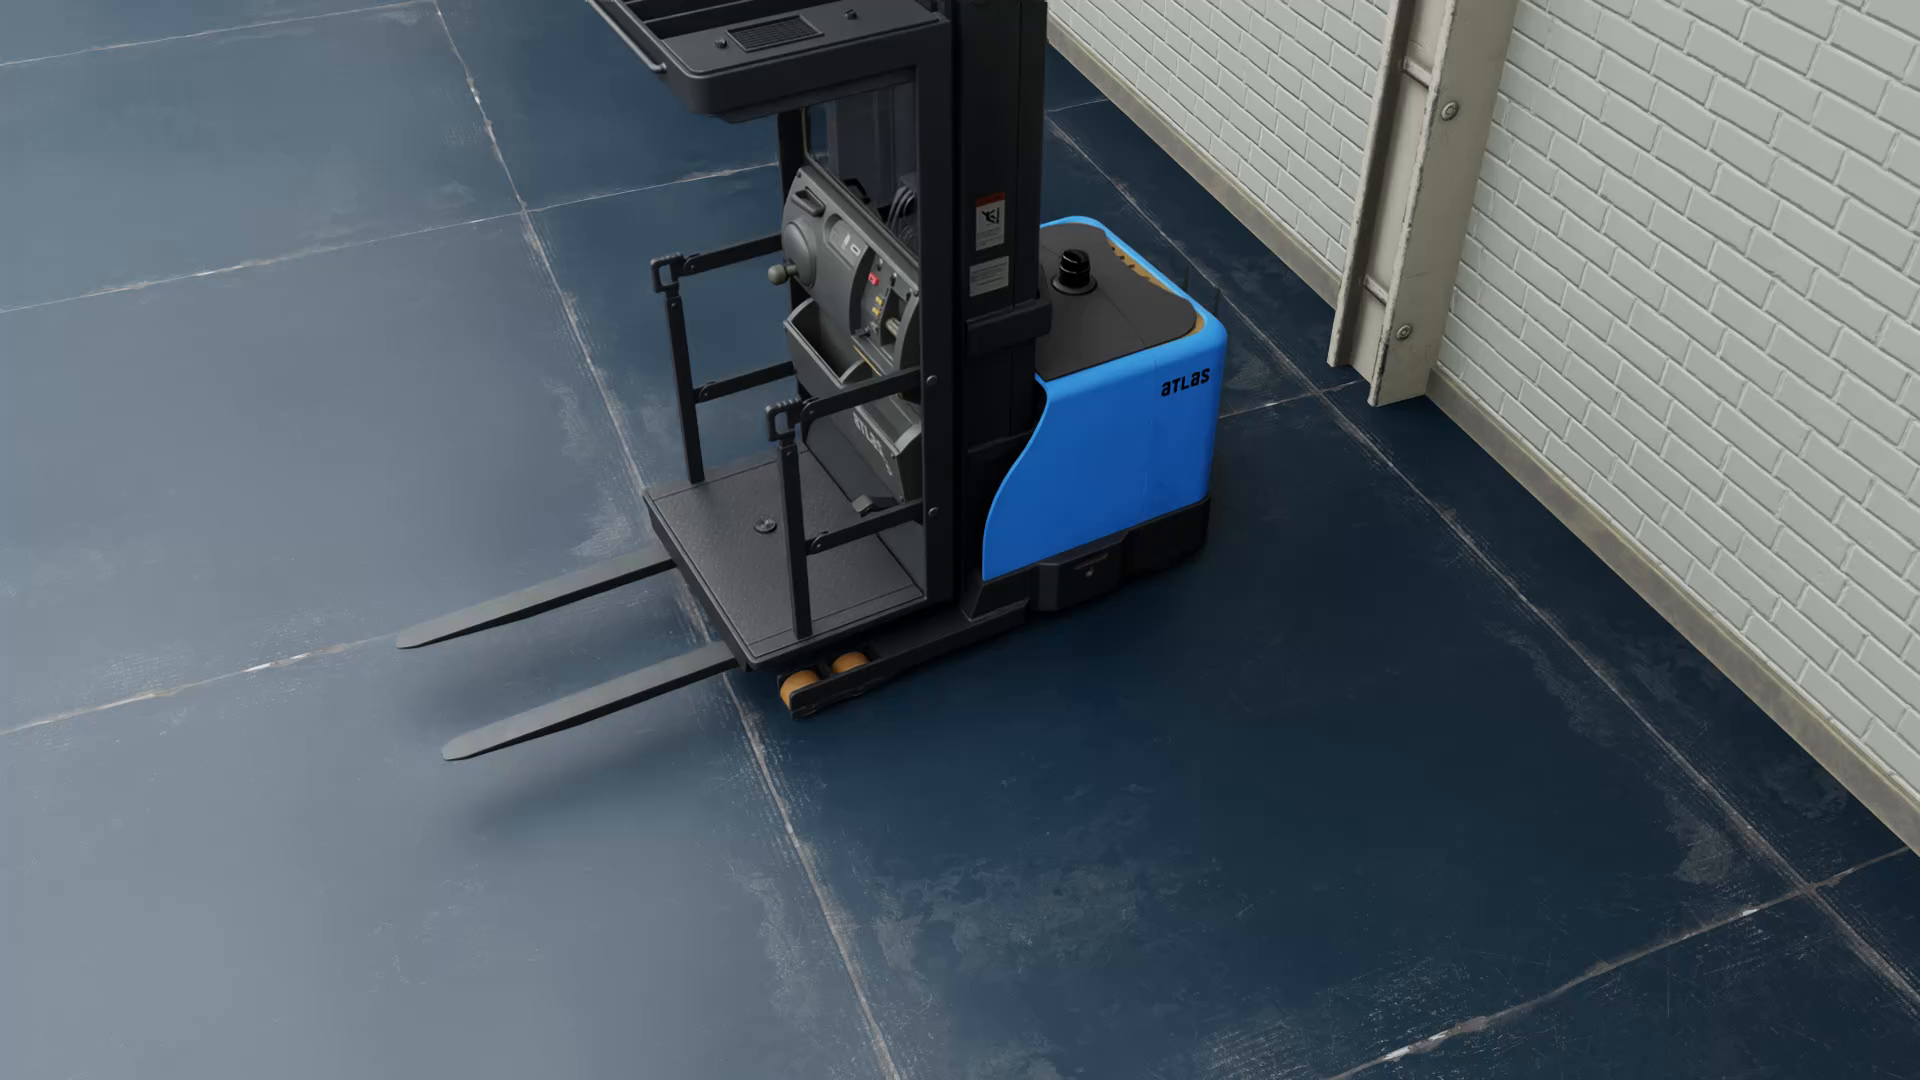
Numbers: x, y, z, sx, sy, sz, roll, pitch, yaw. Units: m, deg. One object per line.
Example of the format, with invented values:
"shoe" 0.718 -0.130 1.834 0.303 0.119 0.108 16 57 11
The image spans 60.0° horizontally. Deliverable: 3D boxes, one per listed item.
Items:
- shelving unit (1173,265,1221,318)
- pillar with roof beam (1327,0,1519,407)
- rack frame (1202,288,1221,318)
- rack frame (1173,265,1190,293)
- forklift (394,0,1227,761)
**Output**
"shelving unit" 0.865 -0.663 6.830 0.258 0.900 0.210 -21 45 -22
"pillar with roof beam" -2.061 -3.088 3.439 9.100 9.000 0.400 -15 43 -17
"rack frame" 0.916 -0.605 6.764 0.240 0.900 0.006 -21 45 -22
"rack frame" 0.814 -0.720 6.897 0.240 0.900 0.006 -21 45 -22
"forklift" -0.555 -0.872 5.516 3.031 2.935 1.130 -20 44 -21
